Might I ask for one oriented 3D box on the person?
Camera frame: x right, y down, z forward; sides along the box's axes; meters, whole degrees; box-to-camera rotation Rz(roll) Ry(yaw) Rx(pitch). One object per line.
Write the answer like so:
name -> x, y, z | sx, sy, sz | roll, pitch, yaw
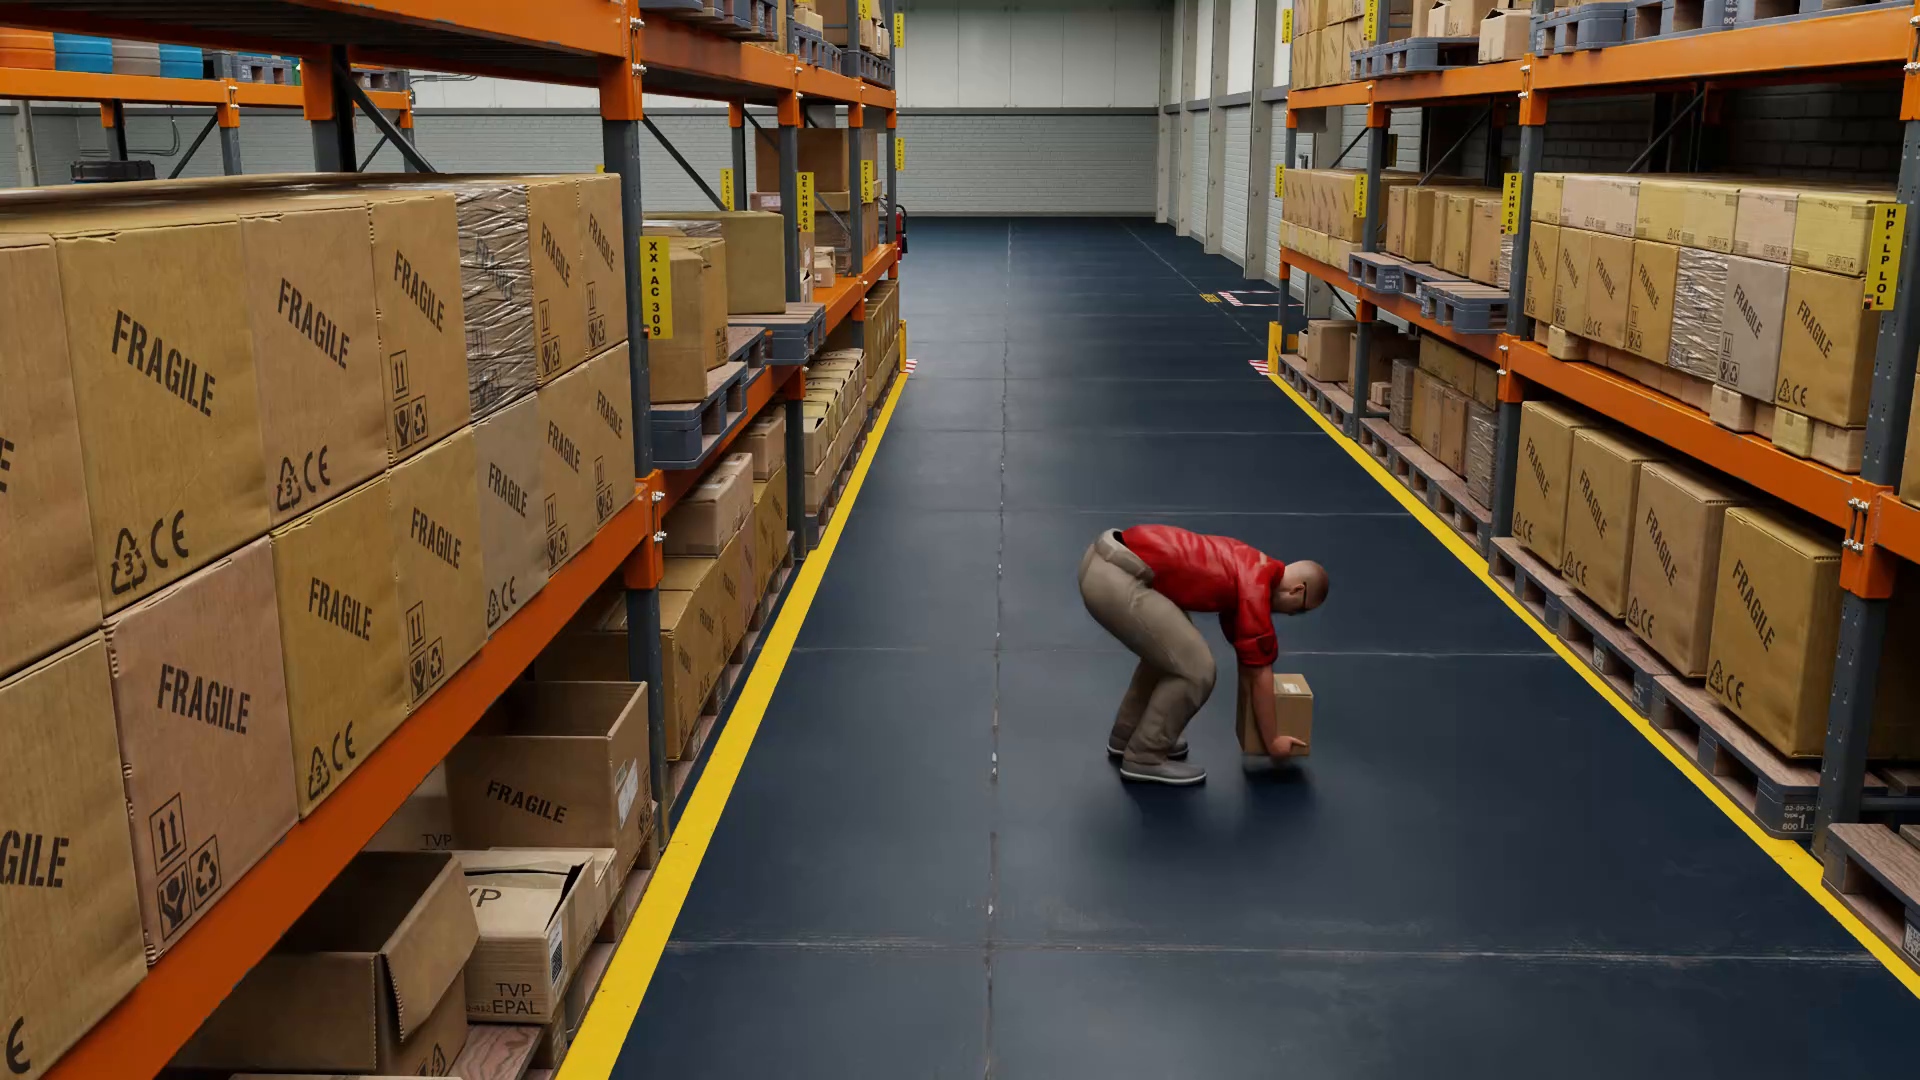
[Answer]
person -> 0.939, 0.420, 6.403 | 0.939, 0.976, 0.520 | 0, 14, -1
